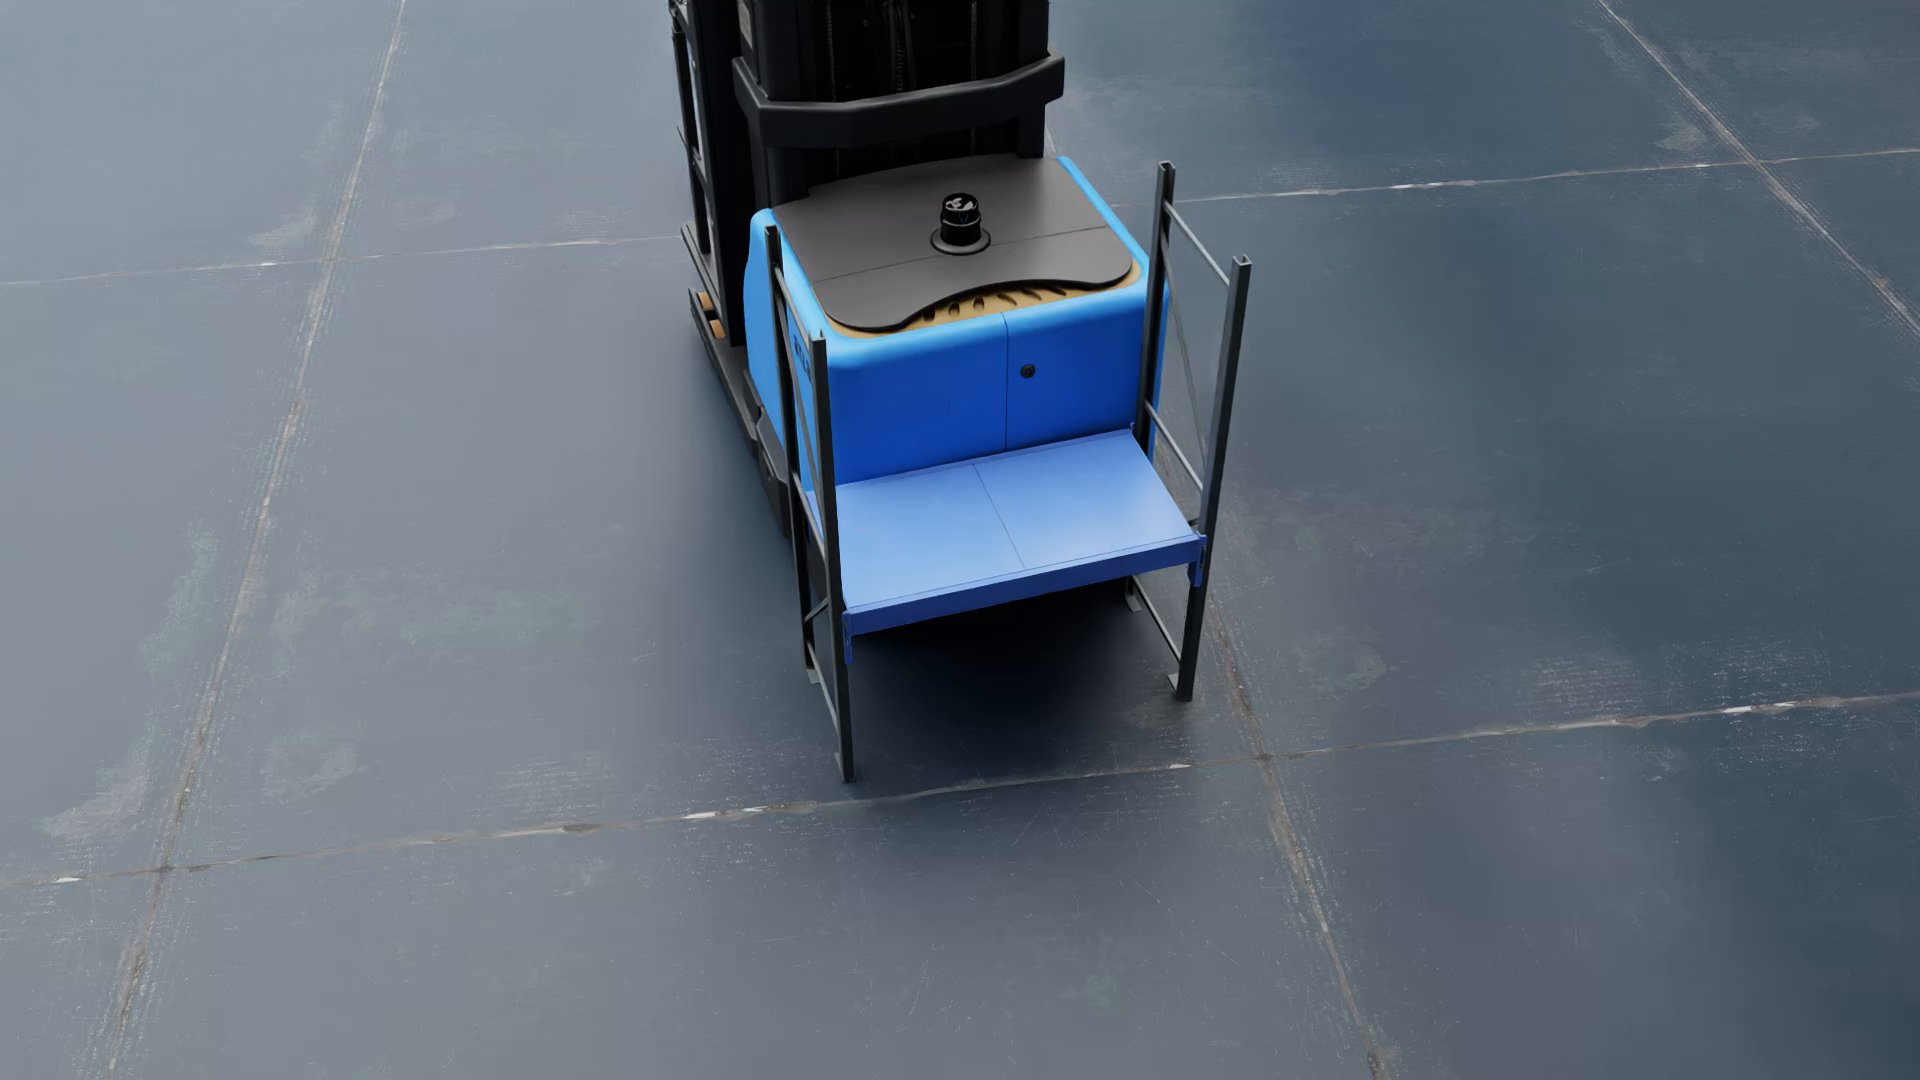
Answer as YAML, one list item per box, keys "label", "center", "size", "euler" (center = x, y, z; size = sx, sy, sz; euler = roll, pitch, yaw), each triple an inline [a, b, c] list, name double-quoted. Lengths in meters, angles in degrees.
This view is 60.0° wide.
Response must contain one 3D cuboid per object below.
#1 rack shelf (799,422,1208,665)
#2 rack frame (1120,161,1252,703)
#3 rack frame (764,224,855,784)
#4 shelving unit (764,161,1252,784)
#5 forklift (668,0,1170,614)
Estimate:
- label: "rack shelf"
  center: [0.104, -0.008, 4.544]
  size: [1.000, 0.185, 0.538]
  euler: [-12, 43, -13]
- label: "rack frame"
  center: [0.589, -0.242, 4.536]
  size: [0.032, 1.500, 0.500]
  euler: [-12, 43, -13]
- label: "rack frame"
  center: [-0.382, -0.040, 4.312]
  size: [0.032, 1.500, 0.500]
  euler: [-12, 43, -13]
- label: "shelving unit"
  center: [0.104, -0.141, 4.424]
  size: [1.048, 1.500, 0.538]
  euler: [-12, 43, -13]
- label: "forklift"
  center: [-0.369, -1.816, 5.212]
  size: [1.130, 2.935, 3.031]
  euler: [-13, 44, -14]
